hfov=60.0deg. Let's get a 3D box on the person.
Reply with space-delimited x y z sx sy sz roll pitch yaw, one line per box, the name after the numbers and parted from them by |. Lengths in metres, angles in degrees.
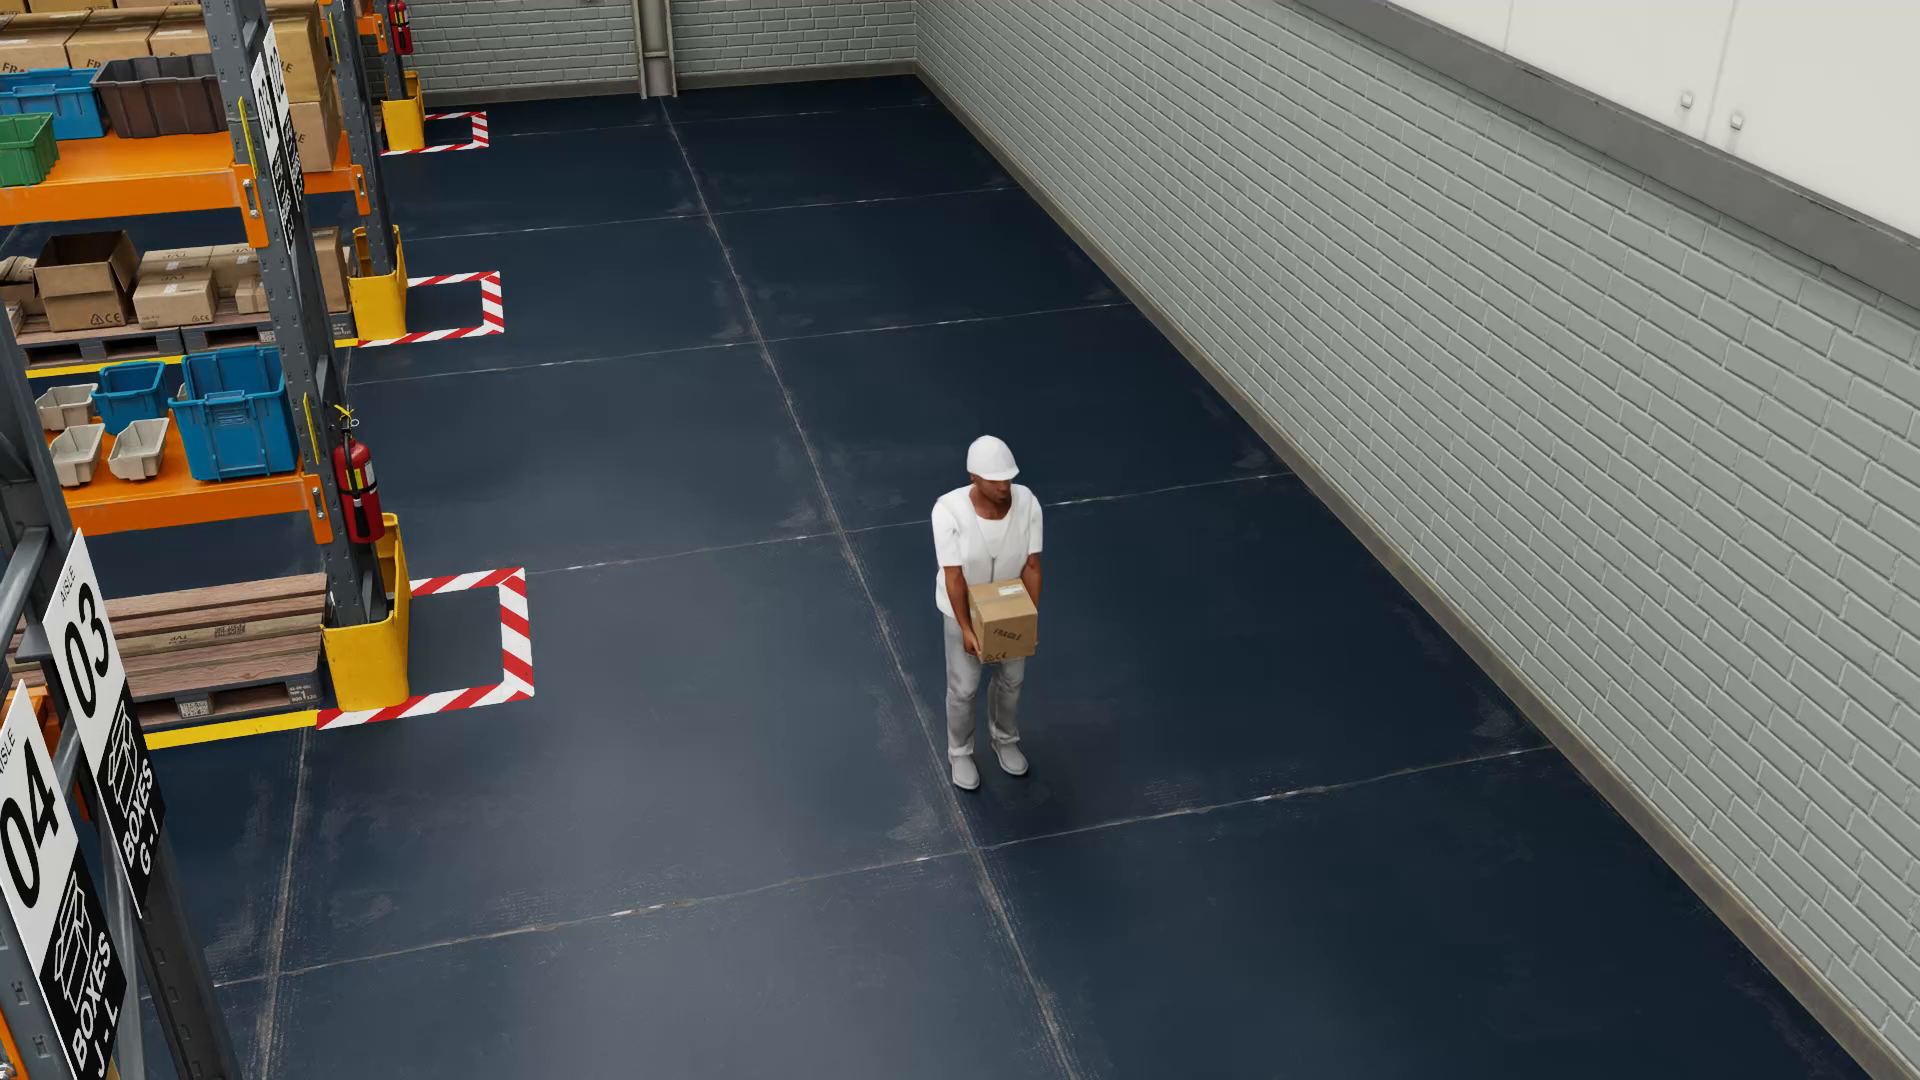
0.149 0.357 7.604 0.505 1.761 0.576 -8 31 -14 | person
